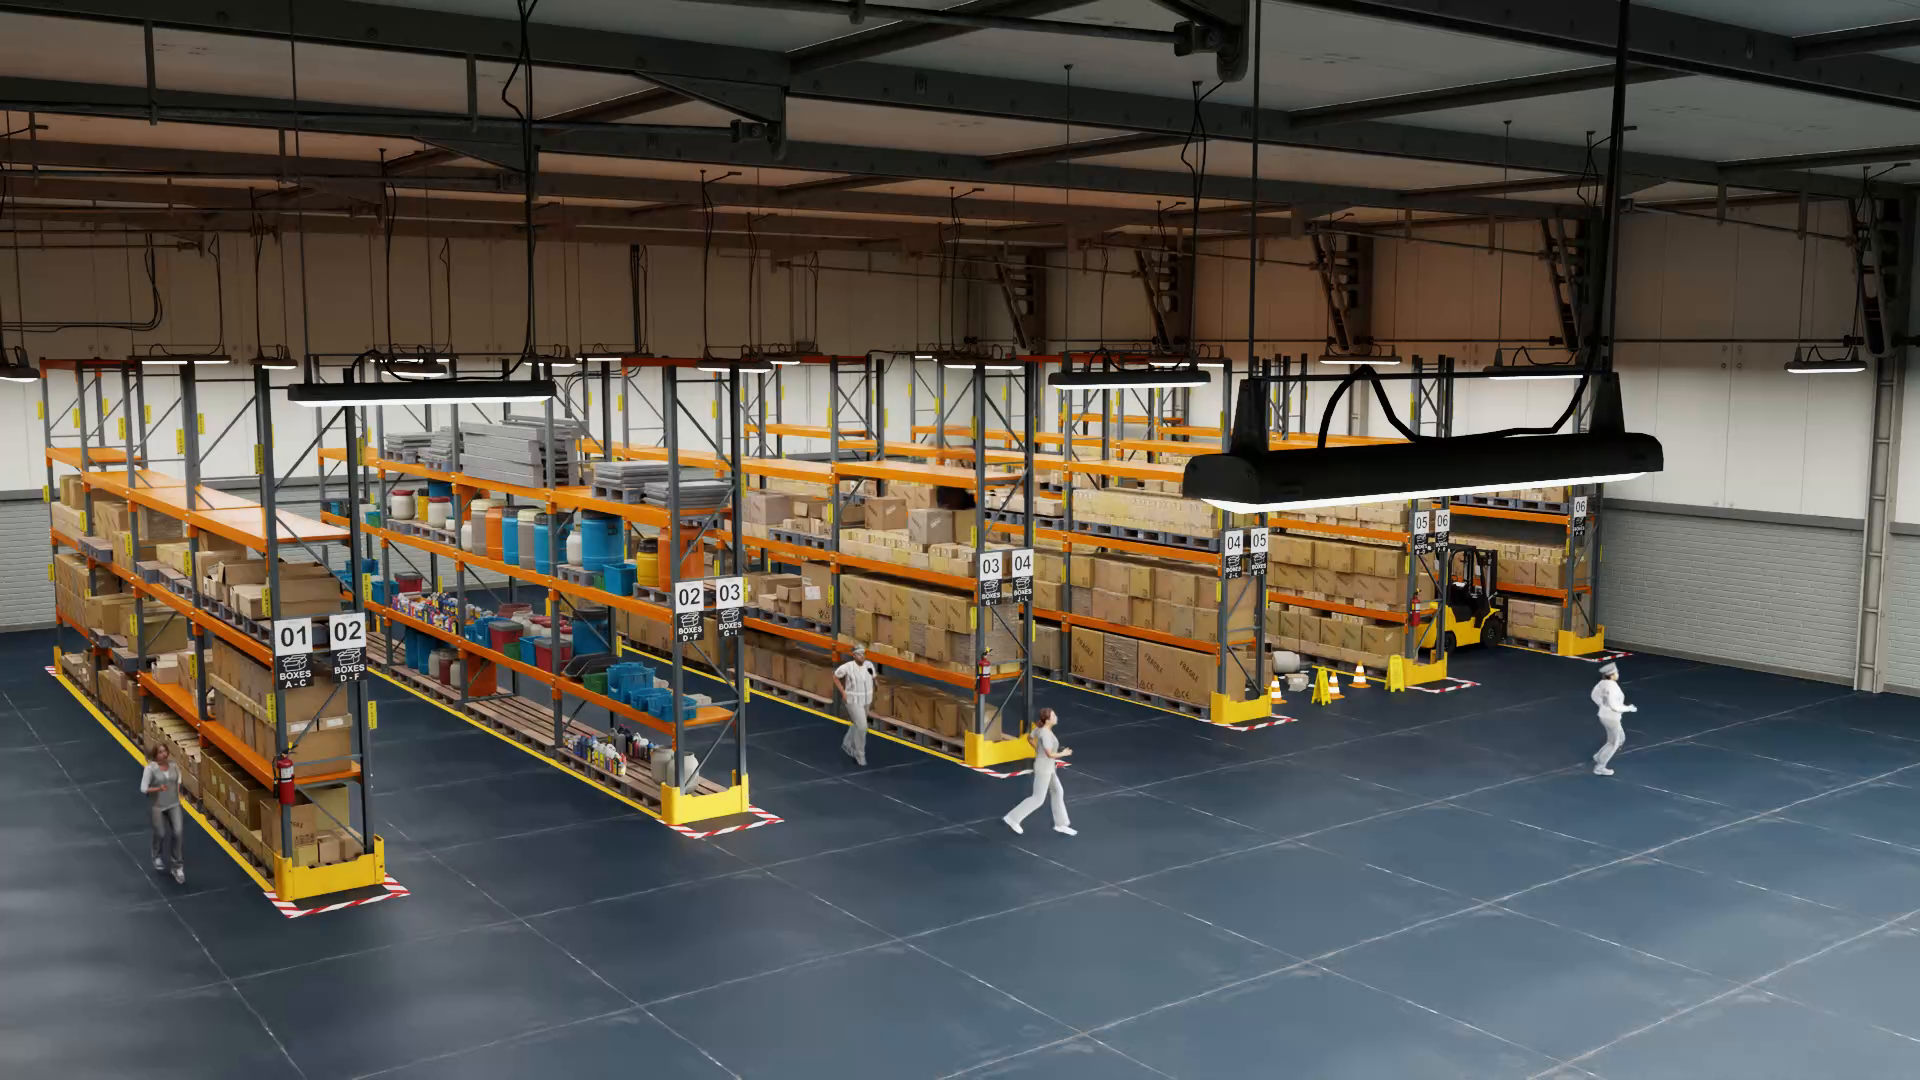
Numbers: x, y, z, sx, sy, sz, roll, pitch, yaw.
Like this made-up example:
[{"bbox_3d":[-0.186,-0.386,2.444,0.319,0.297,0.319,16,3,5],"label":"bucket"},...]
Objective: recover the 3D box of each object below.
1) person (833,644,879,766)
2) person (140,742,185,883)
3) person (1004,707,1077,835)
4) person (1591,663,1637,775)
[{"bbox_3d":[-1.515,2.469,25.056,0.626,1.863,0.785,-6,9,-42],"label":"person"},{"bbox_3d":[-9.379,3.180,19.599,0.523,1.630,0.709,-6,9,-41],"label":"person"},{"bbox_3d":[1.026,2.961,21.212,0.968,1.684,0.577,-1,7,-5],"label":"person"},{"bbox_3d":[9.529,2.596,24.219,0.554,1.655,0.602,1,7,5],"label":"person"}]
